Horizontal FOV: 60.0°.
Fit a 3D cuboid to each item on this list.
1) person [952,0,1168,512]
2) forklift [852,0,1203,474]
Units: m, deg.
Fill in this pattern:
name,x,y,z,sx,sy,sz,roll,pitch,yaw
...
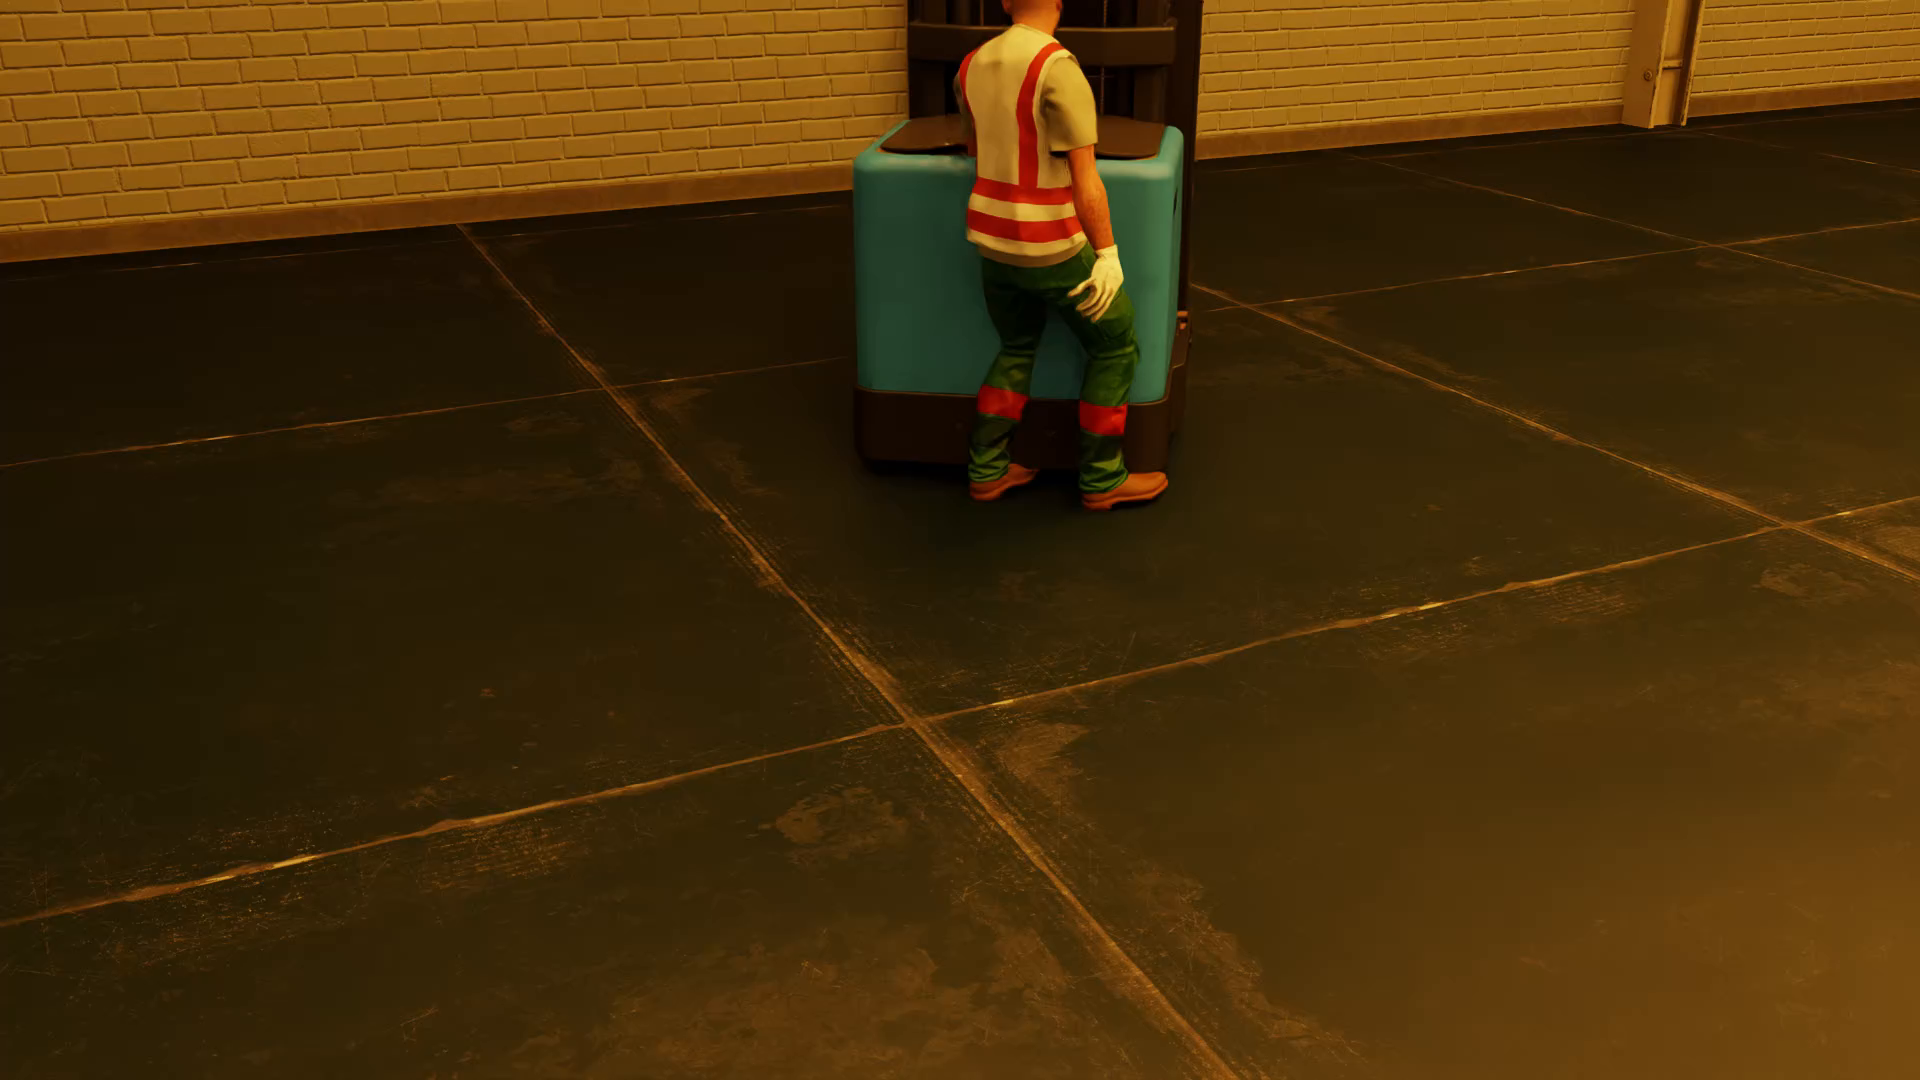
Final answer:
name,x,y,z,sx,sy,sz,roll,pitch,yaw
person,0.324,-0.927,5.097,0.559,1.735,0.741,-19,29,-37
forklift,0.389,-2.100,6.342,1.130,2.935,3.031,4,23,9
